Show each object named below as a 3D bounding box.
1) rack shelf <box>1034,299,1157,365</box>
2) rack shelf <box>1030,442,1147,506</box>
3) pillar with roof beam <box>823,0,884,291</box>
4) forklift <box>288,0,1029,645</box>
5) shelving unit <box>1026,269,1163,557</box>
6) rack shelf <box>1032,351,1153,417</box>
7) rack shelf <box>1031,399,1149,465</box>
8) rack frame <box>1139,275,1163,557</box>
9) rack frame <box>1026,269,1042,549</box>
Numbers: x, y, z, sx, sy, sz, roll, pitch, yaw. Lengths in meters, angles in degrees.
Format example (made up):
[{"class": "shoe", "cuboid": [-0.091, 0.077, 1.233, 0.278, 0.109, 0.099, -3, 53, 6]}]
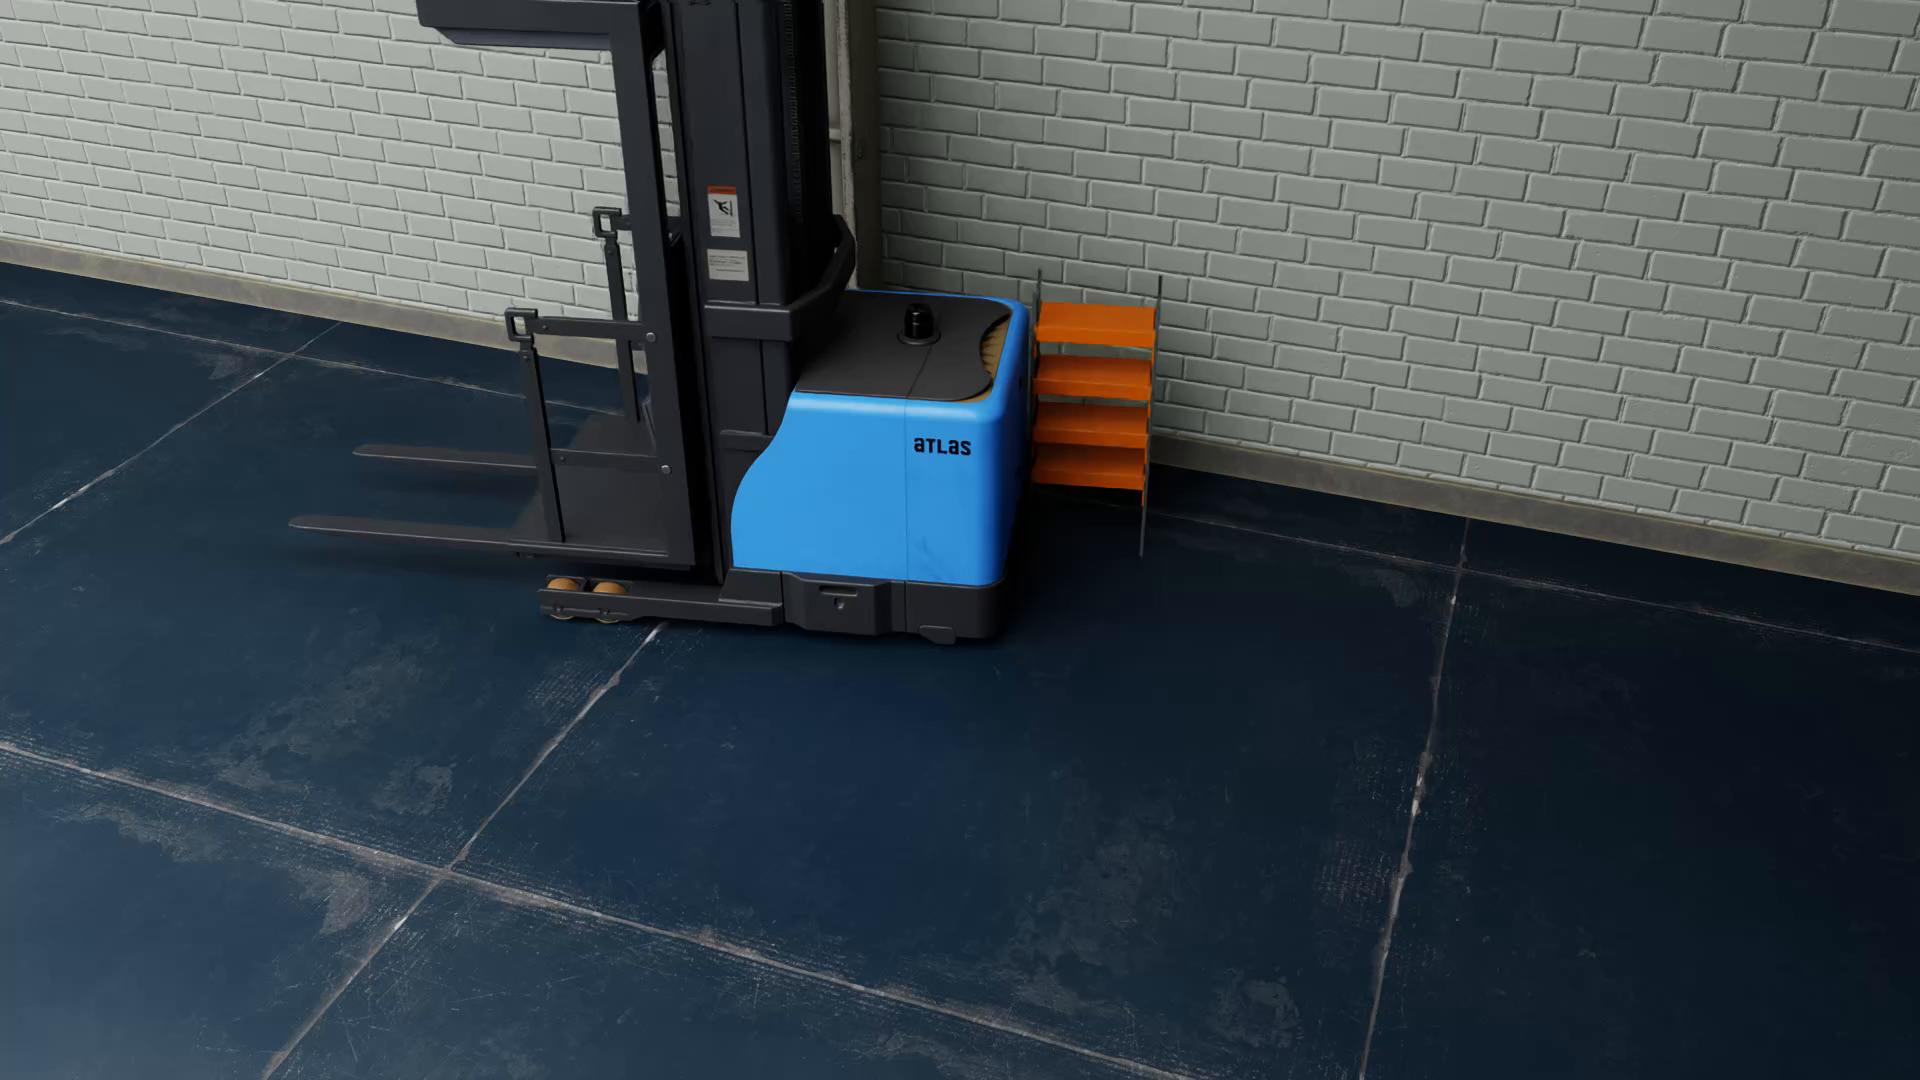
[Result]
[{"class": "rack shelf", "cuboid": [0.550, -0.843, 6.725, 0.480, 0.148, 0.258, 4, 33, 6]}, {"class": "rack shelf", "cuboid": [0.550, -0.289, 7.082, 0.480, 0.148, 0.258, 4, 33, 6]}, {"class": "pillar with roof beam", "cuboid": [-2.049, -2.171, 2.316, 0.400, 9.000, 9.100, 11, 34, 16]}, {"class": "forklift", "cuboid": [-1.263, -1.173, 6.364, 3.031, 2.935, 1.130, 4, 33, 7]}, {"class": "shelving unit", "cuboid": [0.550, -0.513, 6.938, 0.503, 1.200, 0.258, 4, 33, 6]}, {"class": "rack shelf", "cuboid": [0.550, -0.644, 6.853, 0.480, 0.148, 0.258, 4, 33, 6]}, {"class": "rack shelf", "cuboid": [0.550, -0.456, 6.974, 0.480, 0.148, 0.258, 4, 33, 6]}, {"class": "rack frame", "cuboid": [0.792, -0.496, 6.912, 0.015, 1.200, 0.240, 4, 33, 6]}, {"class": "rack frame", "cuboid": [0.308, -0.530, 6.964, 0.015, 1.200, 0.240, 4, 33, 6]}]
